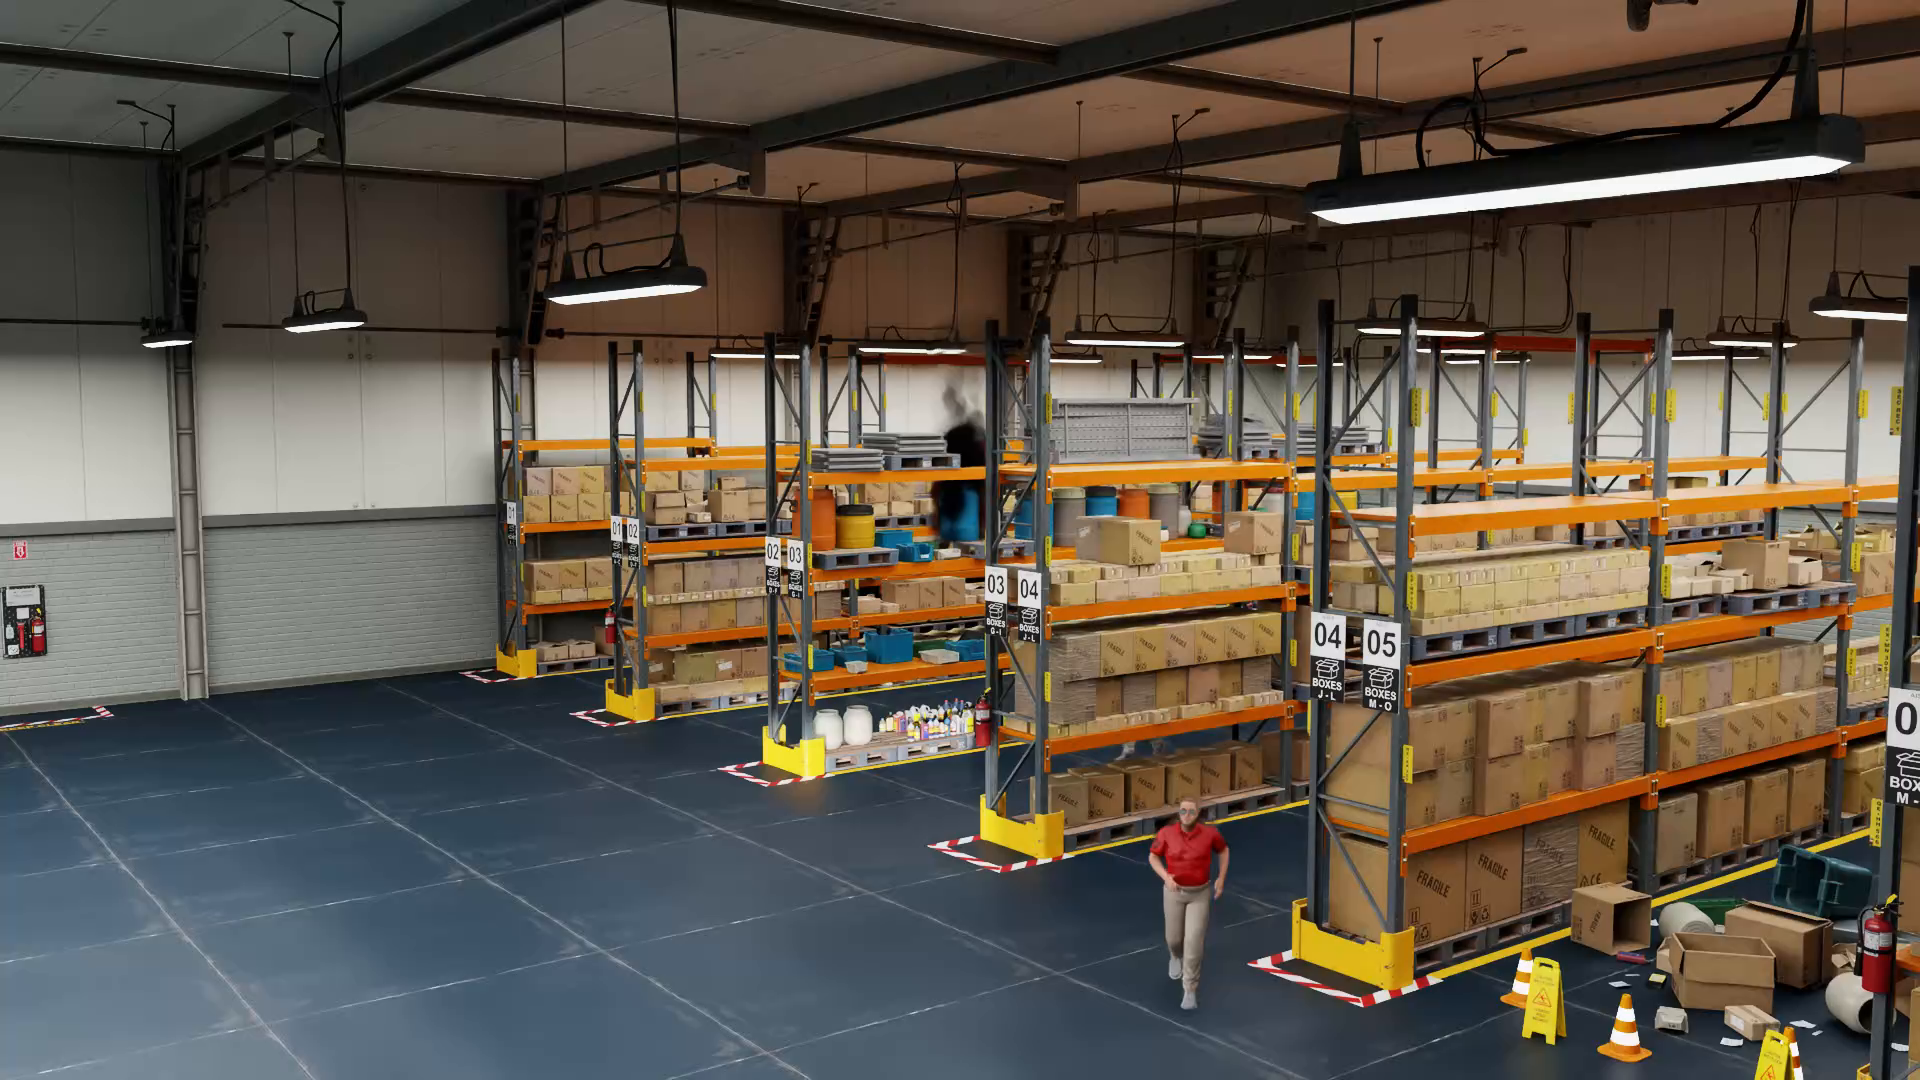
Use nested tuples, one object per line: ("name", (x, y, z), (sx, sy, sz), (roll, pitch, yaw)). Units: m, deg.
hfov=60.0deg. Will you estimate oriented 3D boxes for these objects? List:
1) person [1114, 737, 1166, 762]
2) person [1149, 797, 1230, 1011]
("person", (2.383, 2.120, 22.122), (0.762, 1.686, 0.615), (-3, 6, -32))
("person", (1.965, 3.063, 14.305), (0.687, 1.750, 0.834), (1, 5, 11))
